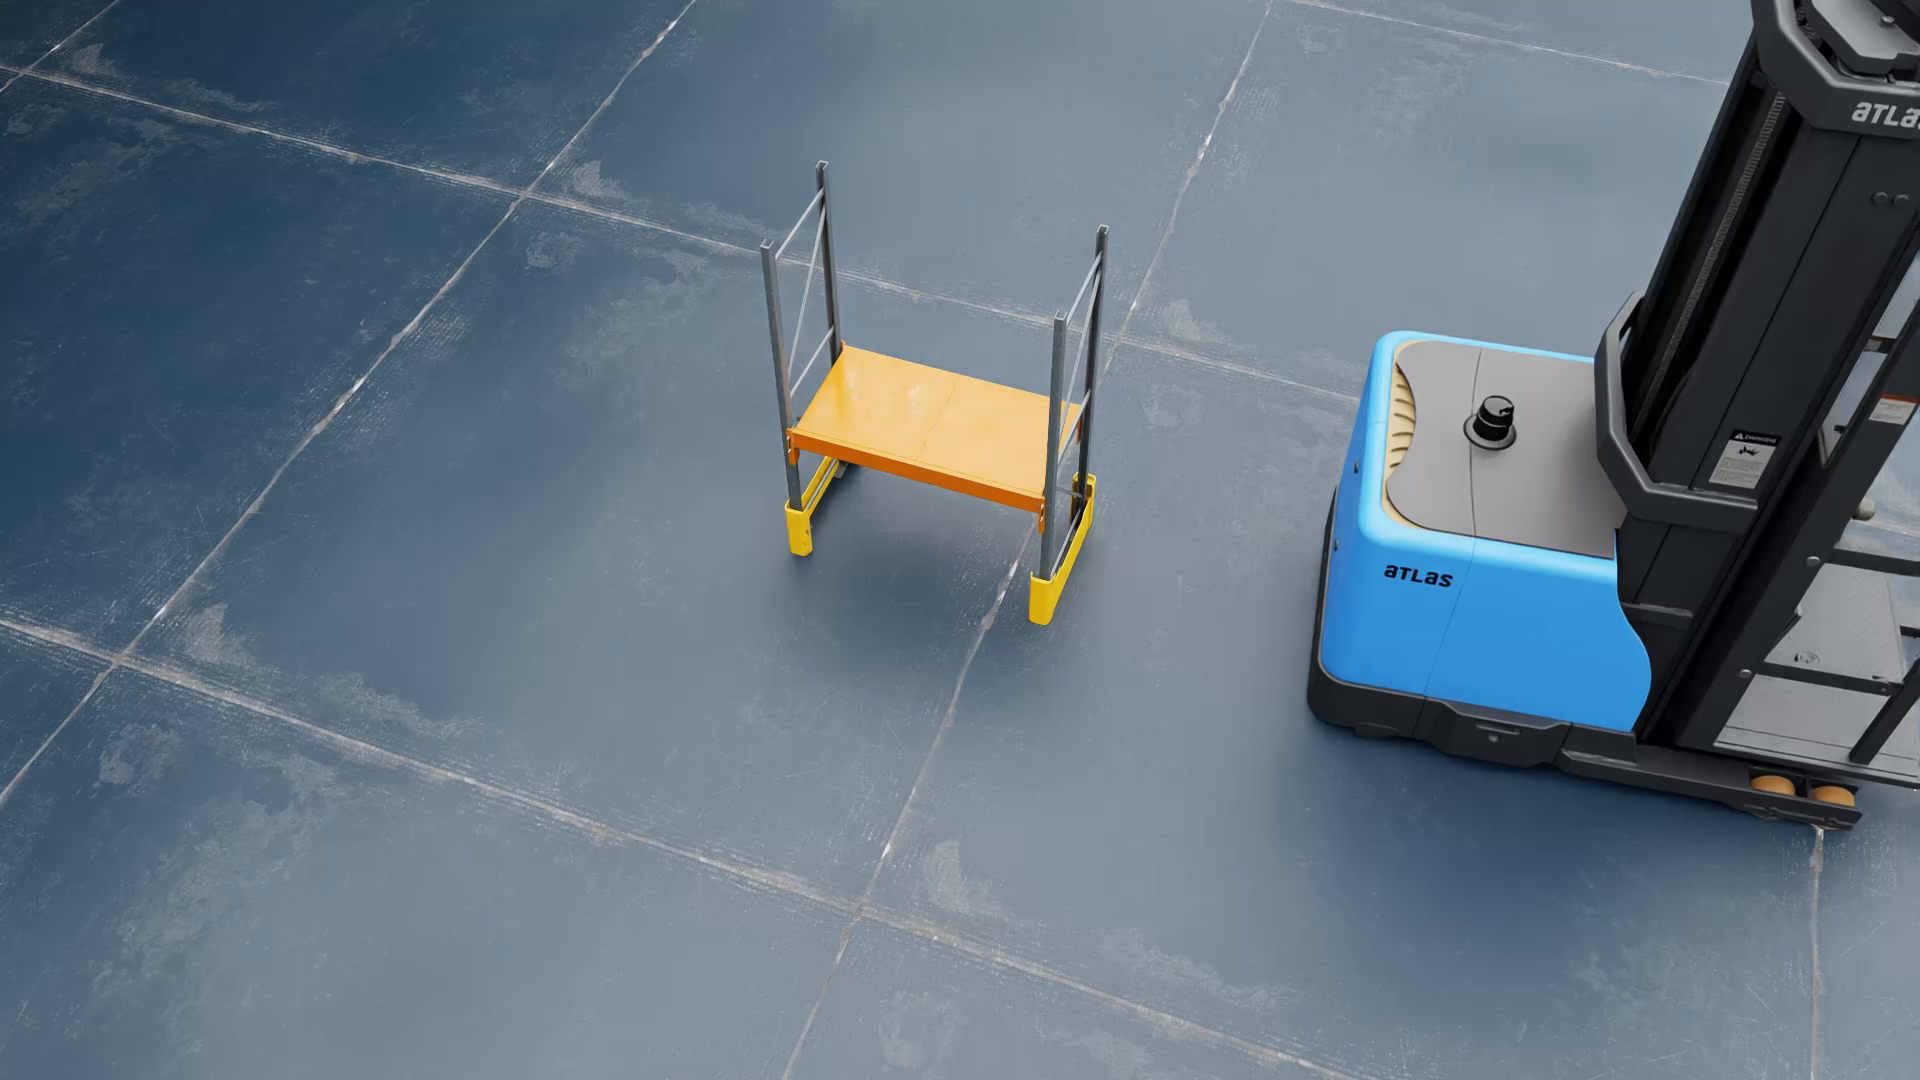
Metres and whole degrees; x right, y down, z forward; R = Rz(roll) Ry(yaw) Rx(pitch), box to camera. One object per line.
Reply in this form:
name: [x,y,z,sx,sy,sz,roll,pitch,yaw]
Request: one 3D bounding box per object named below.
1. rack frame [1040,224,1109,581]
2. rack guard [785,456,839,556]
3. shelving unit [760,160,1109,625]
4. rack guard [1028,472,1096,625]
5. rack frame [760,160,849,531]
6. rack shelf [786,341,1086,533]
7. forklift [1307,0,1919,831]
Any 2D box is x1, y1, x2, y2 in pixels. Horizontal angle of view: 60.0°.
rack frame: [0.397,-0.380,5.954,0.032,1.500,0.500,16,51,13]
rack guard: [-0.539,-0.232,6.652,0.087,0.250,0.587,16,51,13]
shelving unit: [-0.072,-0.511,6.067,1.083,1.500,0.587,16,51,13]
rack guard: [0.396,0.029,6.426,0.087,0.250,0.587,16,51,13]
rack frame: [-0.557,-0.647,6.185,0.032,1.500,0.500,16,51,13]
rack shelf: [-0.080,-0.396,6.205,1.000,0.185,0.538,16,51,13]
forklift: [2.828,-0.404,5.027,3.031,2.935,1.130,10,50,8]
